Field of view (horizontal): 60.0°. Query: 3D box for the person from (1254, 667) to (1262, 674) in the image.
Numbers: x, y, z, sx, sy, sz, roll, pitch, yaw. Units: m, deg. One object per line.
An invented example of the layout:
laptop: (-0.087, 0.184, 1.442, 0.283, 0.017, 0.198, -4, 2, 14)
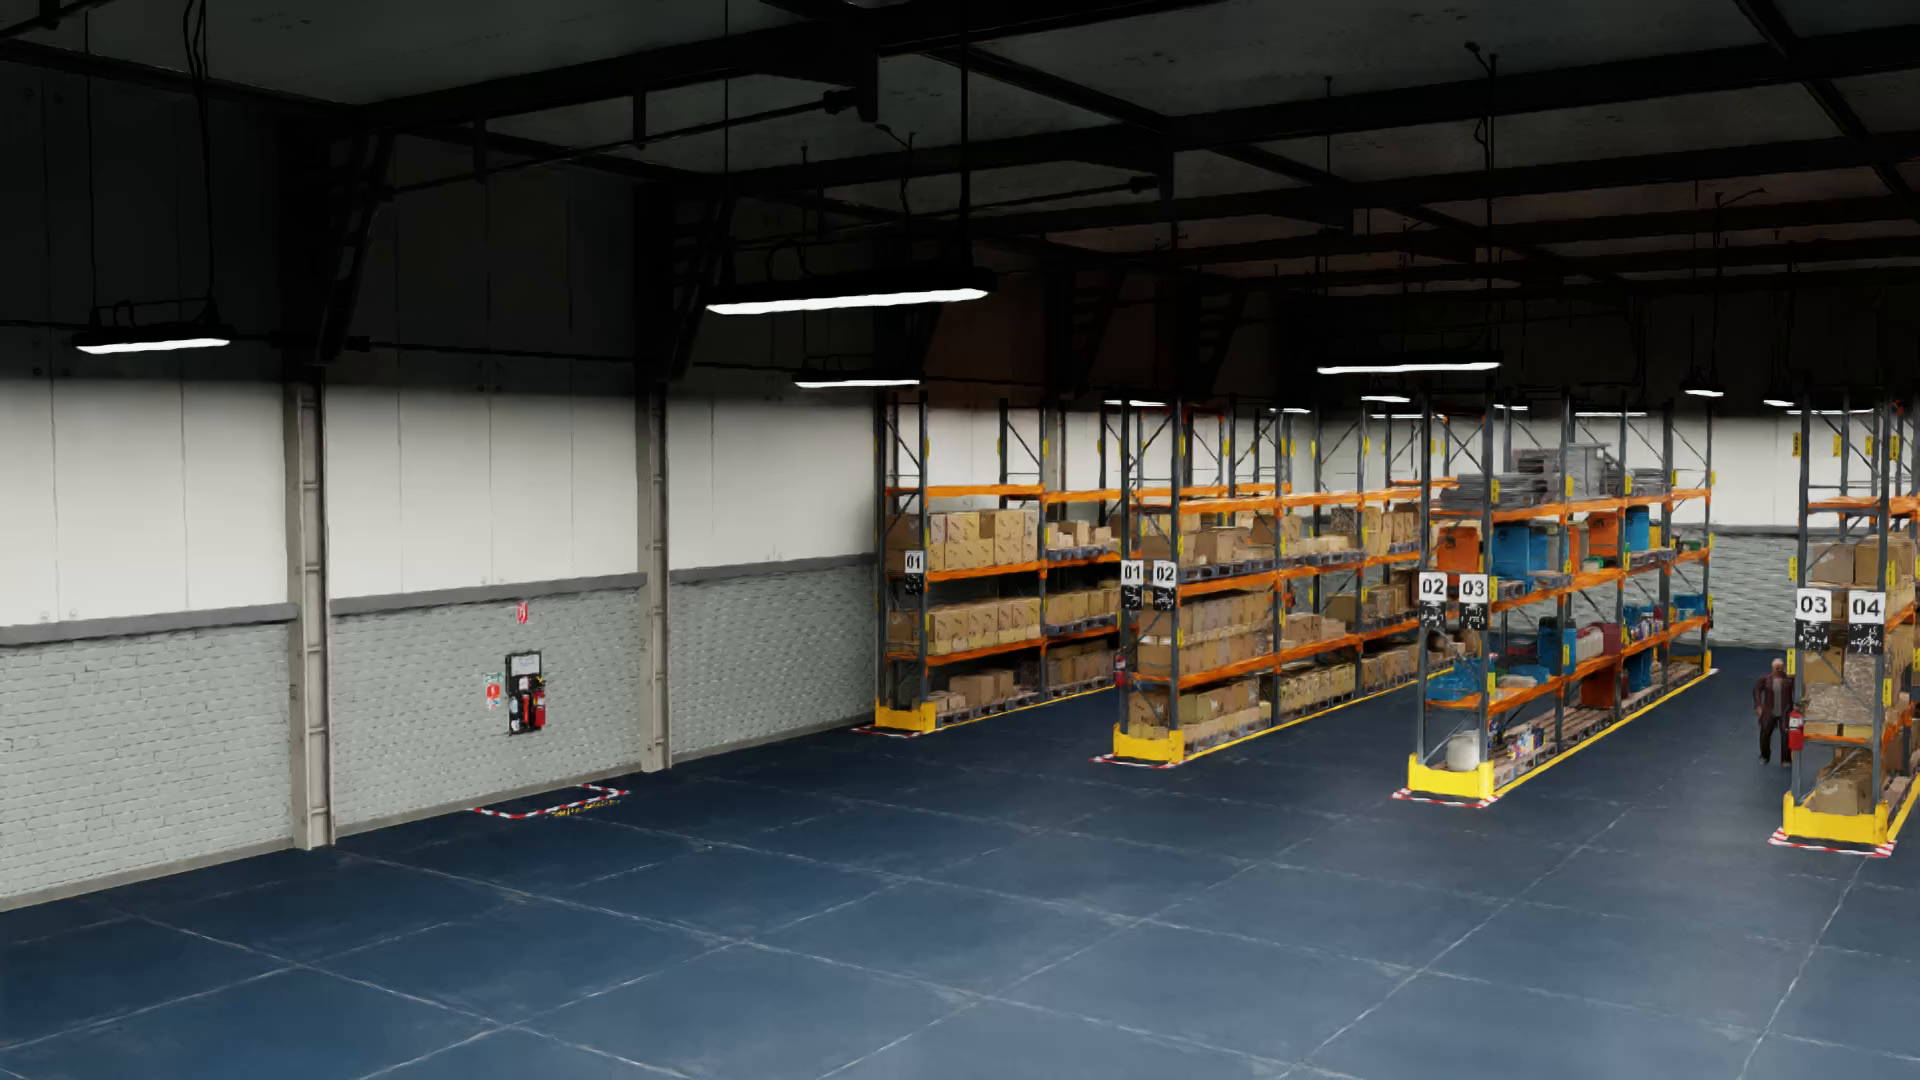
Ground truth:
person: (6.314, 2.153, 36.244, 0.554, 1.666, 1.040, 2, 4, 33)

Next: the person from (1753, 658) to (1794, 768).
person: (12.800, 2.695, 26.036, 0.729, 1.732, 0.541, 2, 4, 34)
